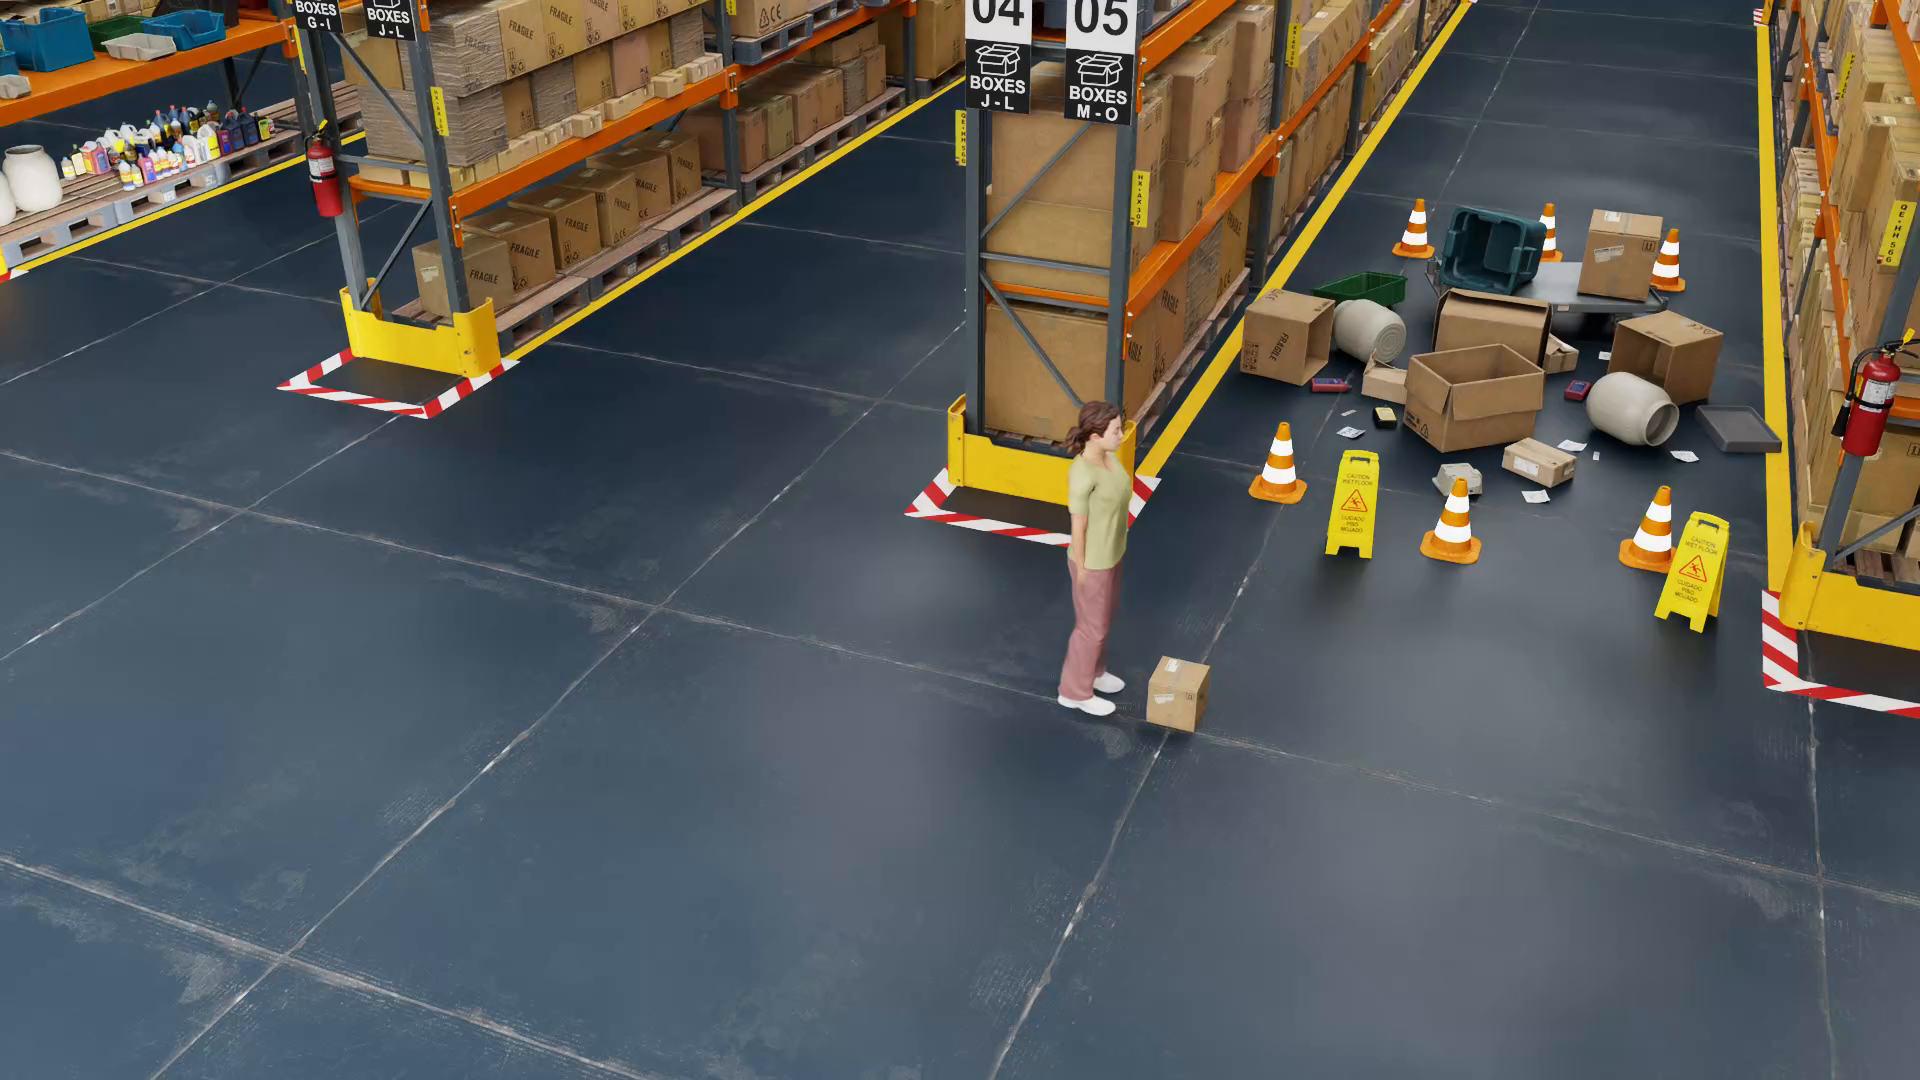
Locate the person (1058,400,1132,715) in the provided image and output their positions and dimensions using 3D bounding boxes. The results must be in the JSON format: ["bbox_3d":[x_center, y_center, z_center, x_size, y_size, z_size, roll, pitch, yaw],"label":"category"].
[{"bbox_3d":[0.674,0.077,8.269,0.370,1.668,0.439,12,32,20],"label":"person"}]
